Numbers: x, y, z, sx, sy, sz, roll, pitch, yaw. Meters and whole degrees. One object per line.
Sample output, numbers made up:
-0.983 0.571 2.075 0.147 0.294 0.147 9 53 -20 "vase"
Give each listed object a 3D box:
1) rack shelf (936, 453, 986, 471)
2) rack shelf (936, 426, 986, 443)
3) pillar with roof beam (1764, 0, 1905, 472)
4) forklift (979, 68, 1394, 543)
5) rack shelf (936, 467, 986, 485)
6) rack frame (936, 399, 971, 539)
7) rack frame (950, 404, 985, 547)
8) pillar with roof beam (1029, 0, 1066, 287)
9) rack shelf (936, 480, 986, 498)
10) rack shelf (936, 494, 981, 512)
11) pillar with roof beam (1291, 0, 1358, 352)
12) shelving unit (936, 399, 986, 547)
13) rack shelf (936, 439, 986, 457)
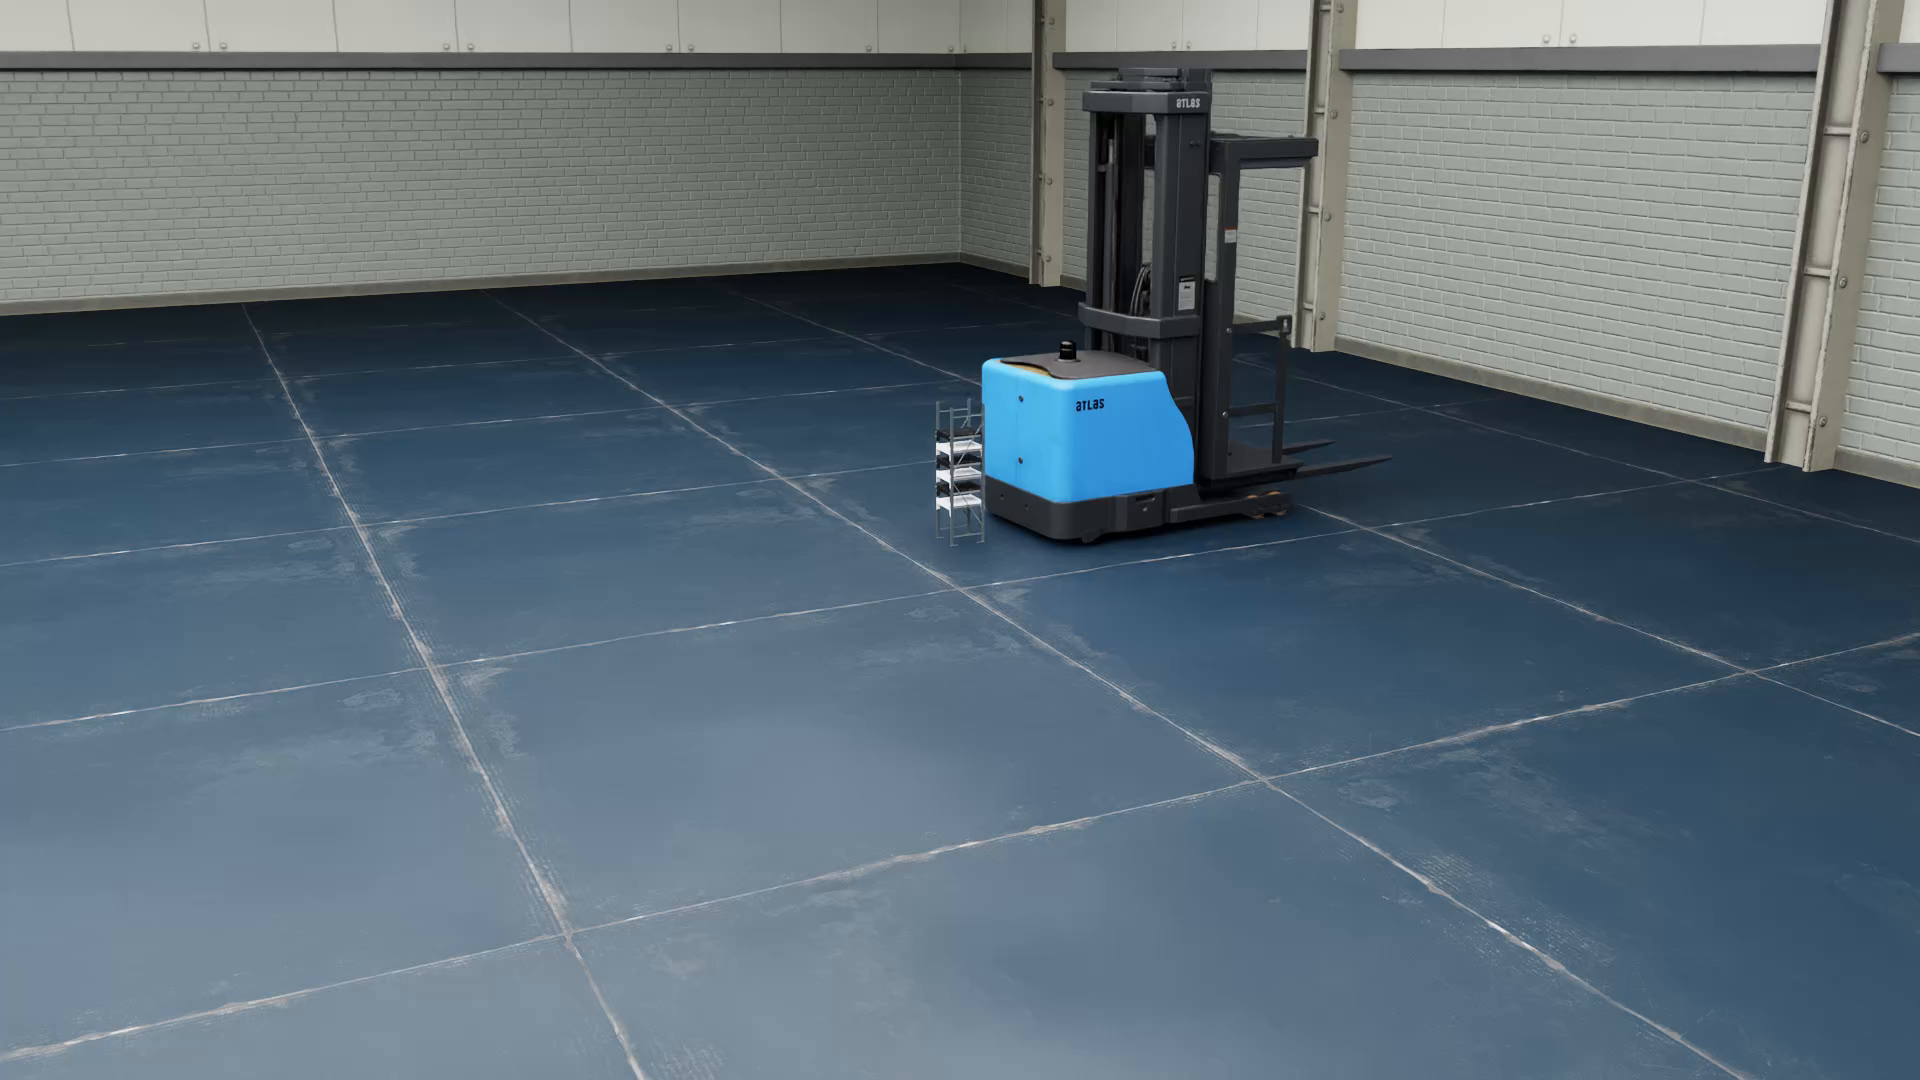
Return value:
0.004 -0.485 10.604 0.258 0.077 0.200 -8 18 -25 "rack shelf"
0.004 -0.658 10.554 0.258 0.077 0.200 -8 18 -25 "rack shelf"
2.577 -4.385 9.717 9.100 9.000 0.400 -8 18 -25 "pillar with roof beam"
1.666 -1.664 11.236 3.031 2.935 1.130 -9 18 -29 "forklift"
0.004 -0.398 10.629 0.258 0.077 0.200 -8 18 -25 "rack shelf"
-0.041 -0.456 10.707 0.240 0.900 0.006 -8 18 -25 "rack frame"
0.048 -0.405 10.532 0.240 0.900 0.006 -8 18 -25 "rack frame"
-2.680 -7.361 20.086 9.100 9.000 0.400 -8 18 -25 "pillar with roof beam"
0.004 -0.312 10.654 0.258 0.077 0.200 -8 18 -25 "rack shelf"
0.004 -0.225 10.678 0.258 0.077 0.200 -8 18 -25 "rack shelf"
-0.052 -5.873 14.902 9.100 9.000 0.400 -8 18 -25 "pillar with roof beam"
0.004 -0.431 10.620 0.258 0.900 0.210 -8 18 -25 "shelving unit"
0.004 -0.572 10.579 0.258 0.077 0.200 -8 18 -25 "rack shelf"
